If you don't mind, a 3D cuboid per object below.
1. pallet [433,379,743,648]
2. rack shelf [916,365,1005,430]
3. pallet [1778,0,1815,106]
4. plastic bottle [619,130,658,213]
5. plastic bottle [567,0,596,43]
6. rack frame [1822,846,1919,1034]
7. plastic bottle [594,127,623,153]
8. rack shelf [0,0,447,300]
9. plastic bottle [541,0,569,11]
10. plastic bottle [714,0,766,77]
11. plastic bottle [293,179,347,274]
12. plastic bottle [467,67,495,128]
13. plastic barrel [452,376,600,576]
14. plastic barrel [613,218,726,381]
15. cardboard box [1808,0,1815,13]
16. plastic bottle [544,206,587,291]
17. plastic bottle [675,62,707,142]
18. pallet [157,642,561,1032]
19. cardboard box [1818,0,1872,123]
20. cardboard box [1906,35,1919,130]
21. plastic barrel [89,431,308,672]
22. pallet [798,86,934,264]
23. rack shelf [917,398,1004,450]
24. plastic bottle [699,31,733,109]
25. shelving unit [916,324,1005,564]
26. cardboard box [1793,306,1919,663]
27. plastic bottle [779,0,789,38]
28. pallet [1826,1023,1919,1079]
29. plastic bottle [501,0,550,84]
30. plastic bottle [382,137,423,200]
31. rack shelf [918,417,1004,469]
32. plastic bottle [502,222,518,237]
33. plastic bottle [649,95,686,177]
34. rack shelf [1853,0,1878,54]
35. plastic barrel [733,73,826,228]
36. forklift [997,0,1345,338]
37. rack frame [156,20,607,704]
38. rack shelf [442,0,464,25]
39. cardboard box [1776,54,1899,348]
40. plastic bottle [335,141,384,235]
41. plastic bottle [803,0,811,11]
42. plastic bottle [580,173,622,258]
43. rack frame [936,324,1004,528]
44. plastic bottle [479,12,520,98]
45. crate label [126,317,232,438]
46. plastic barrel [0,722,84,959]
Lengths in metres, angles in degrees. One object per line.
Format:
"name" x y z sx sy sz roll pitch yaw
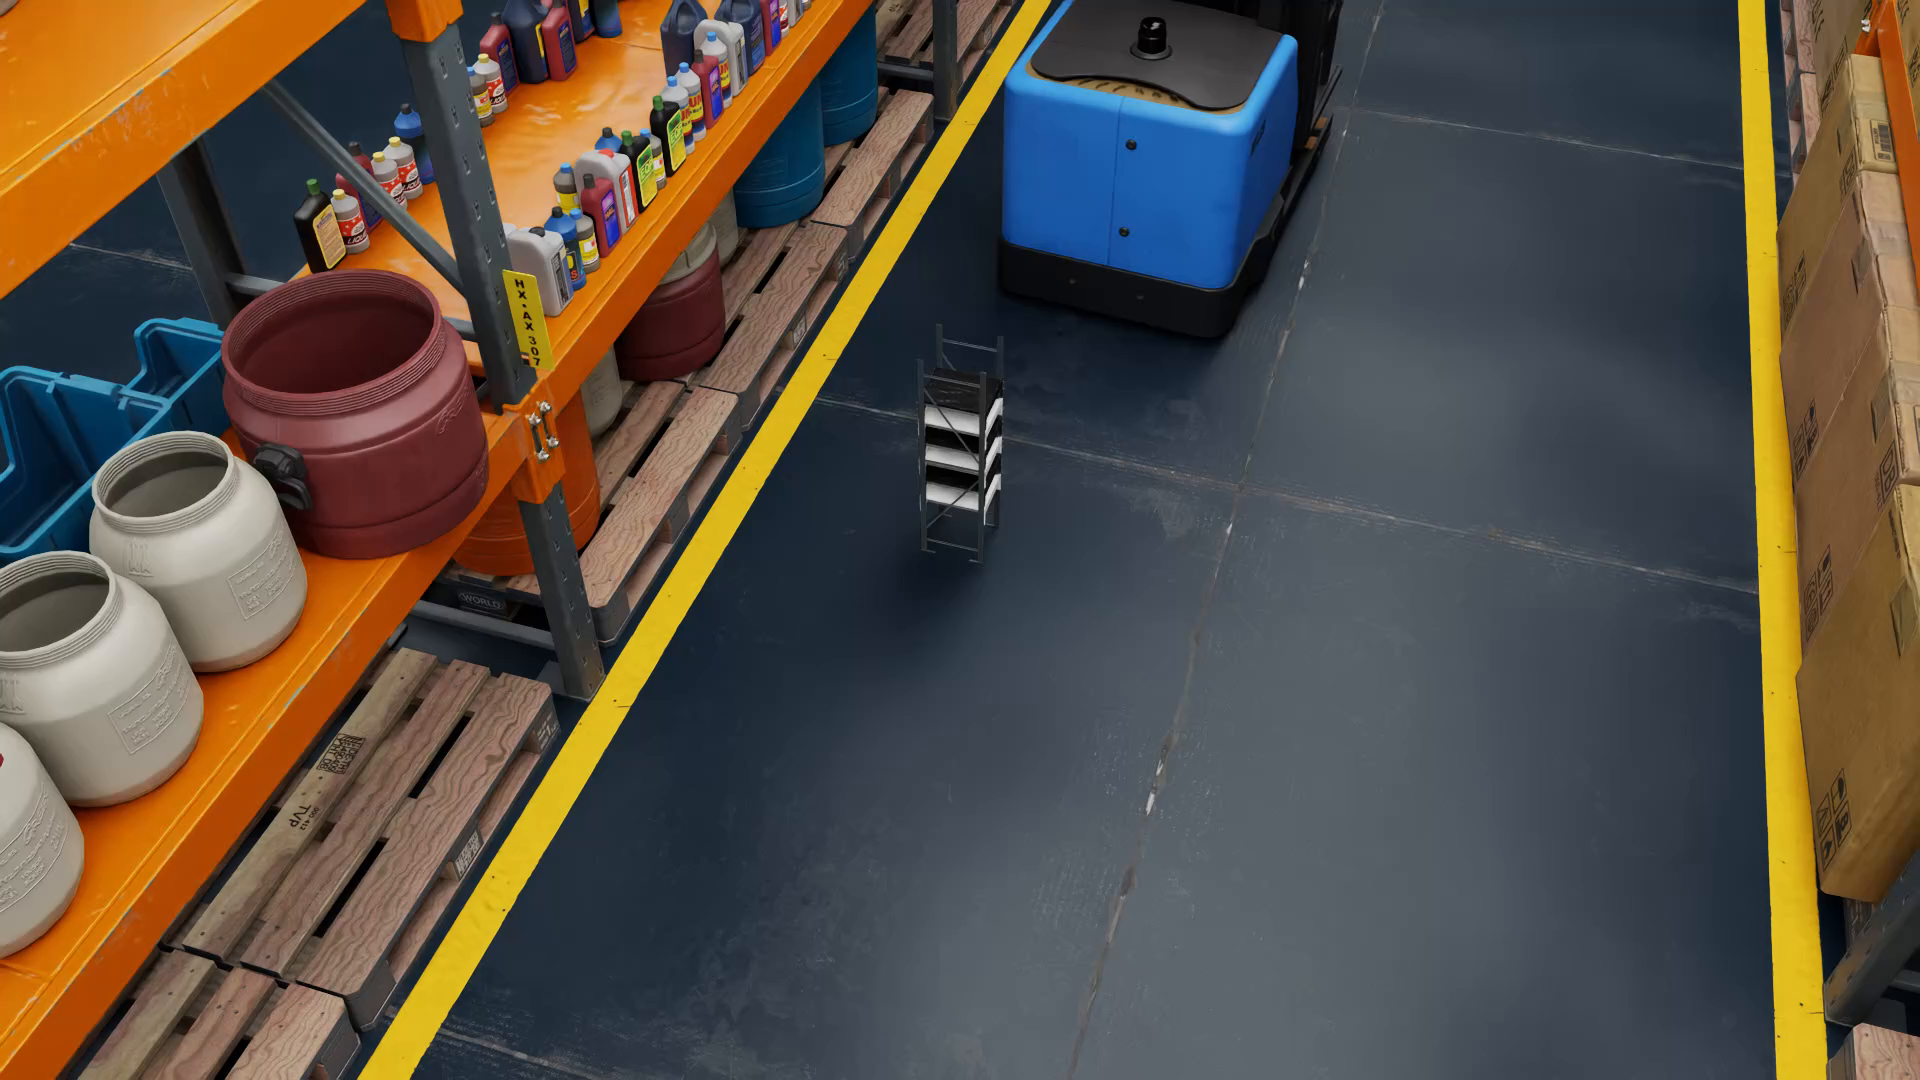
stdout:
"pallet" -1.521 -0.196 6.299 1.003 0.211 1.213 13 46 13
"rack shelf" 0.002 -0.496 5.775 0.258 0.077 0.200 13 46 12
"pallet" 4.885 -2.585 8.741 1.003 0.211 1.213 13 46 12
"plastic bottle" -1.056 -1.225 5.440 0.061 0.283 0.133 13 46 13
"plastic bottle" -1.473 -2.072 6.258 0.144 0.351 0.185 13 46 13
"rack frame" 3.001 0.391 3.706 1.000 3.000 0.127 13 46 13
"plastic bottle" -1.137 -1.225 5.449 0.097 0.271 0.097 0 44 0
"rack shelf" -2.325 -0.140 2.618 1.077 0.370 4.000 13 46 13
"plastic bottle" -1.503 -1.938 6.169 0.061 0.283 0.133 13 46 13
"plastic bottle" -0.808 -1.891 6.073 0.144 0.351 0.185 13 46 13
"plastic bottle" -2.004 -0.977 5.187 0.061 0.283 0.133 13 46 13
"plastic bottle" -1.705 -1.564 5.845 0.097 0.201 0.097 0 44 0
"plastic barrel" -1.588 -0.363 5.727 0.600 0.830 0.708 13 46 13
"plastic barrel" -1.246 -1.029 6.581 0.600 0.588 0.708 13 46 13
"cardboard box" 5.030 -3.282 8.679 0.875 0.875 0.875 13 46 13
"plastic bottle" -1.219 -0.904 5.121 0.097 0.271 0.097 0 44 0
"plastic bottle" -0.939 -1.520 5.751 0.097 0.271 0.097 0 44 0
"pallet" -1.991 0.846 5.234 1.003 0.211 1.213 13 46 13
"cardboard box" 4.488 -2.089 7.459 0.875 0.875 0.875 13 46 13
"cardboard box" 3.683 -1.722 5.794 0.500 0.500 0.500 13 46 13
"plastic barrel" -1.828 0.033 3.992 0.421 0.512 0.421 0 44 0
"pallet" -0.782 -1.823 7.962 1.003 0.211 1.213 13 46 13
"rack shelf" 0.002 -0.432 5.838 0.258 0.077 0.200 13 46 12
"plastic bottle" -0.870 -1.674 5.908 0.097 0.271 0.097 0 44 0
"shelving unit" 0.002 -0.327 5.941 0.258 0.900 0.210 13 46 12
"cardboard box" 3.507 -0.048 5.373 1.225 0.875 0.875 13 46 13
"plastic bottle" -0.703 -2.015 6.307 0.097 0.201 0.097 0 44 0
"pallet" 2.763 1.908 4.149 1.003 0.211 1.213 13 46 13
"plastic bottle" -1.570 -1.860 6.041 0.144 0.351 0.185 13 46 13
"plastic bottle" -1.852 -1.239 5.514 0.097 0.201 0.097 0 44 0
"rack shelf" 0.002 -0.368 5.901 0.258 0.077 0.200 13 46 12
"plastic bottle" -1.425 -0.866 5.079 0.152 0.276 0.135 13 46 13
"plastic bottle" -0.986 -1.379 5.597 0.061 0.283 0.133 13 46 13
"rack shelf" 4.818 -3.352 8.045 1.077 0.370 4.000 13 46 13
"plastic barrel" -0.904 -1.894 7.241 0.600 0.901 0.708 13 46 13
"forklift" 1.188 -2.946 7.165 1.130 2.935 3.031 16 47 16
"rack frame" -1.720 -0.658 4.778 1.000 3.000 0.127 13 46 13
"rack shelf" -1.114 -2.807 5.343 1.077 0.370 4.000 13 46 13
"cardboard box" 4.037 -1.235 6.587 1.225 0.875 0.875 13 46 13
"plastic bottle" -1.934 -1.131 5.344 0.061 0.283 0.133 13 46 13
"plastic bottle" -0.633 -2.170 6.465 0.097 0.201 0.097 0 44 0
"plastic bottle" -1.137 -1.046 5.258 0.061 0.283 0.133 13 46 13
"rack frame" 0.033 -0.395 6.010 0.240 0.900 0.006 13 46 12
"plastic bottle" -1.658 -1.739 5.965 0.061 0.283 0.133 13 46 13
"crate label" -2.204 -0.397 4.631 0.303 0.233 0.416 13 46 13
"plastic barrel" -2.079 0.591 3.405 0.433 0.535 0.433 0 44 0
